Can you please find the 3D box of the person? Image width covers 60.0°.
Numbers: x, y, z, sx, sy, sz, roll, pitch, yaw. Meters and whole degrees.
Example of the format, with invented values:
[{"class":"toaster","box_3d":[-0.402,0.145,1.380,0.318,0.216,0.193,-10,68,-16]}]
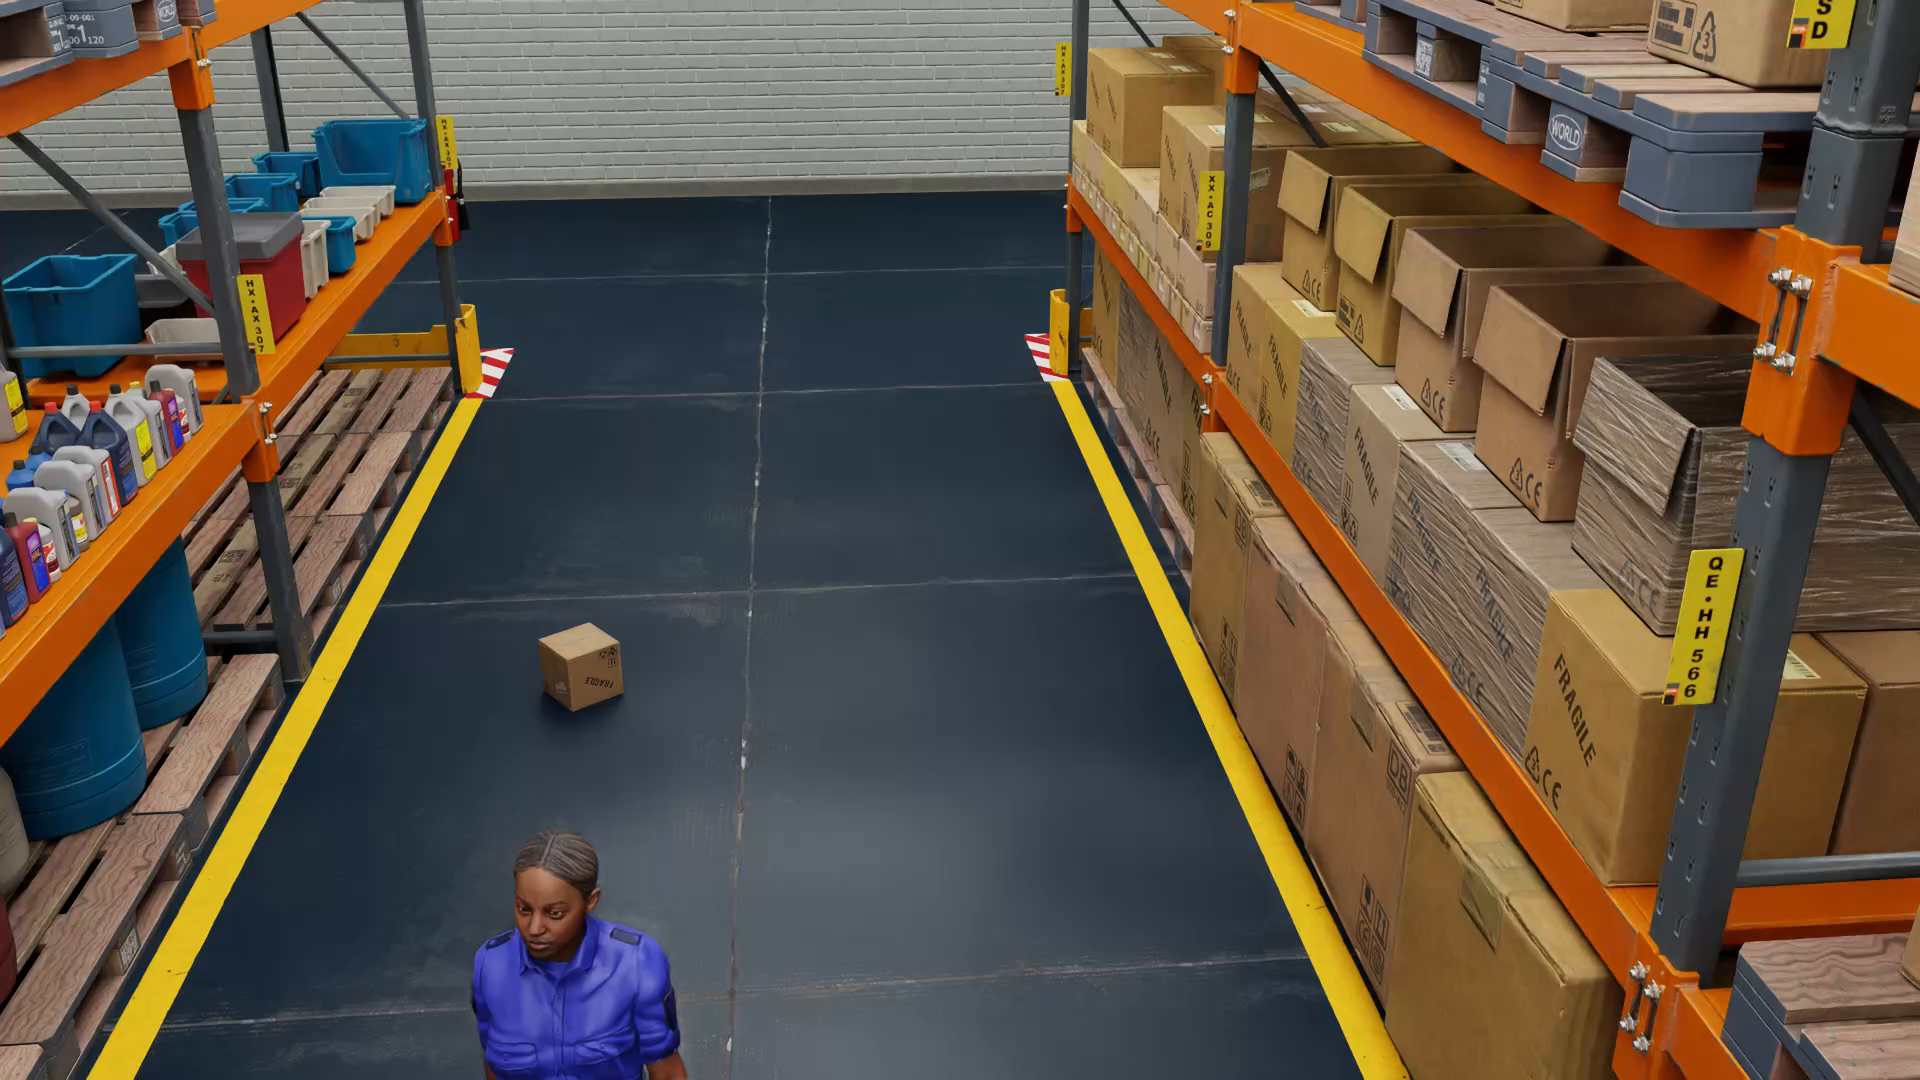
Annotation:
[{"class":"person","box_3d":[-0.798,1.333,3.588,0.447,1.604,0.989,-2,24,-4]}]
